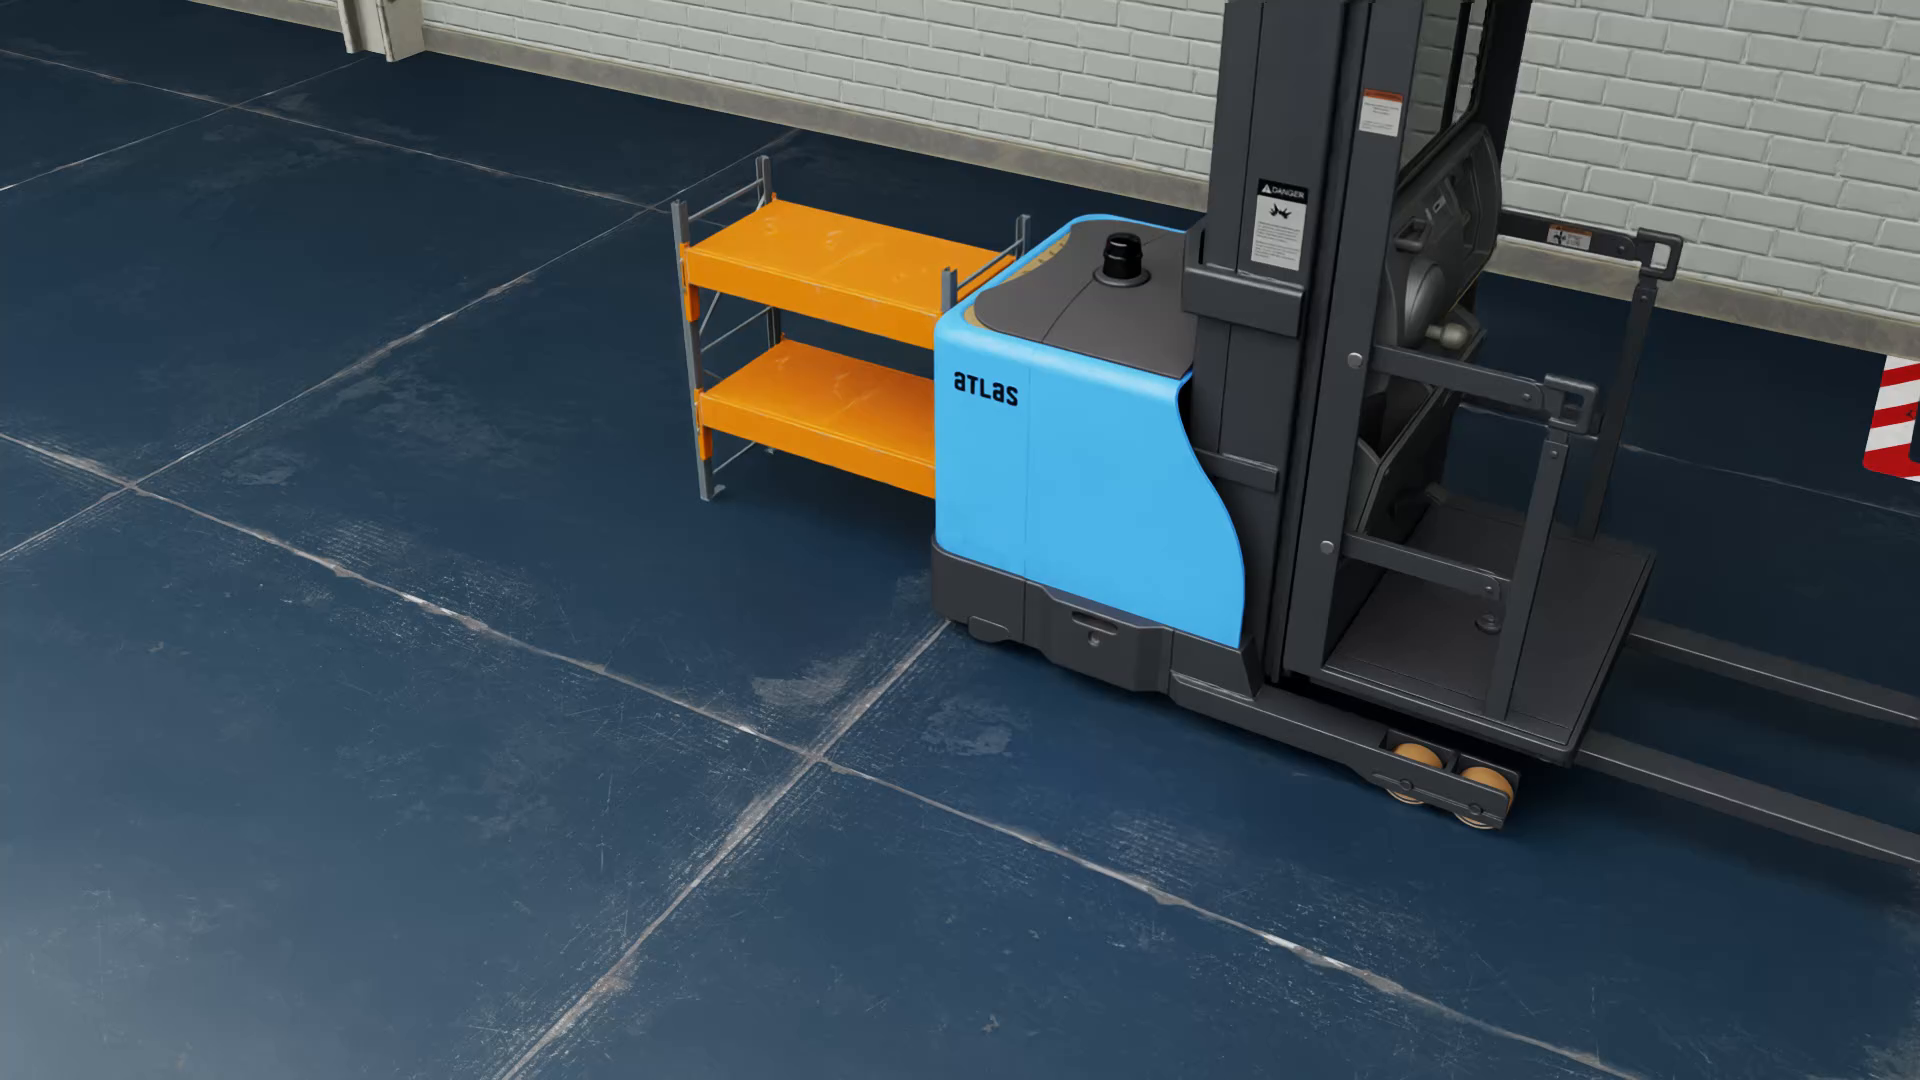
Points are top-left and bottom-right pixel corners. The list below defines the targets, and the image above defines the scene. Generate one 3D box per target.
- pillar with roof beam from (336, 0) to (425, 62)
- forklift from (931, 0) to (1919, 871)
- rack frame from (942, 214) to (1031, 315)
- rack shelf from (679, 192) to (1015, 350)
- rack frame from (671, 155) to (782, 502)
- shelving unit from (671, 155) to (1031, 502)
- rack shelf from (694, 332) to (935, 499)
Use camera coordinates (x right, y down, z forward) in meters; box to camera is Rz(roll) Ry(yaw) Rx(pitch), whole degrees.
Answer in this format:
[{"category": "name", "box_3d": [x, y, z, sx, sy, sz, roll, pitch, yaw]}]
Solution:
[{"category": "pillar with roof beam", "box_3d": [-5.681, -4.709, 4.702, 0.400, 9.000, 9.100, 18, 37, 24]}, {"category": "forklift", "box_3d": [1.440, -0.767, 4.257, 3.031, 2.935, 1.130, 18, 38, 25]}, {"category": "rack frame", "box_3d": [0.085, -0.442, 5.398, 0.032, 1.125, 0.500, 18, 38, 25]}, {"category": "rack shelf", "box_3d": [-0.352, -0.829, 5.452, 1.000, 0.278, 0.538, 18, 38, 25]}, {"category": "rack frame", "box_3d": [-0.790, -0.729, 5.829, 0.032, 1.125, 0.500, 18, 38, 25]}, {"category": "shelving unit", "box_3d": [-0.352, -0.585, 5.614, 1.048, 1.125, 0.538, 18, 38, 25]}, {"category": "rack shelf", "box_3d": [-0.352, -0.382, 5.749, 1.000, 0.278, 0.538, 18, 38, 25]}]
